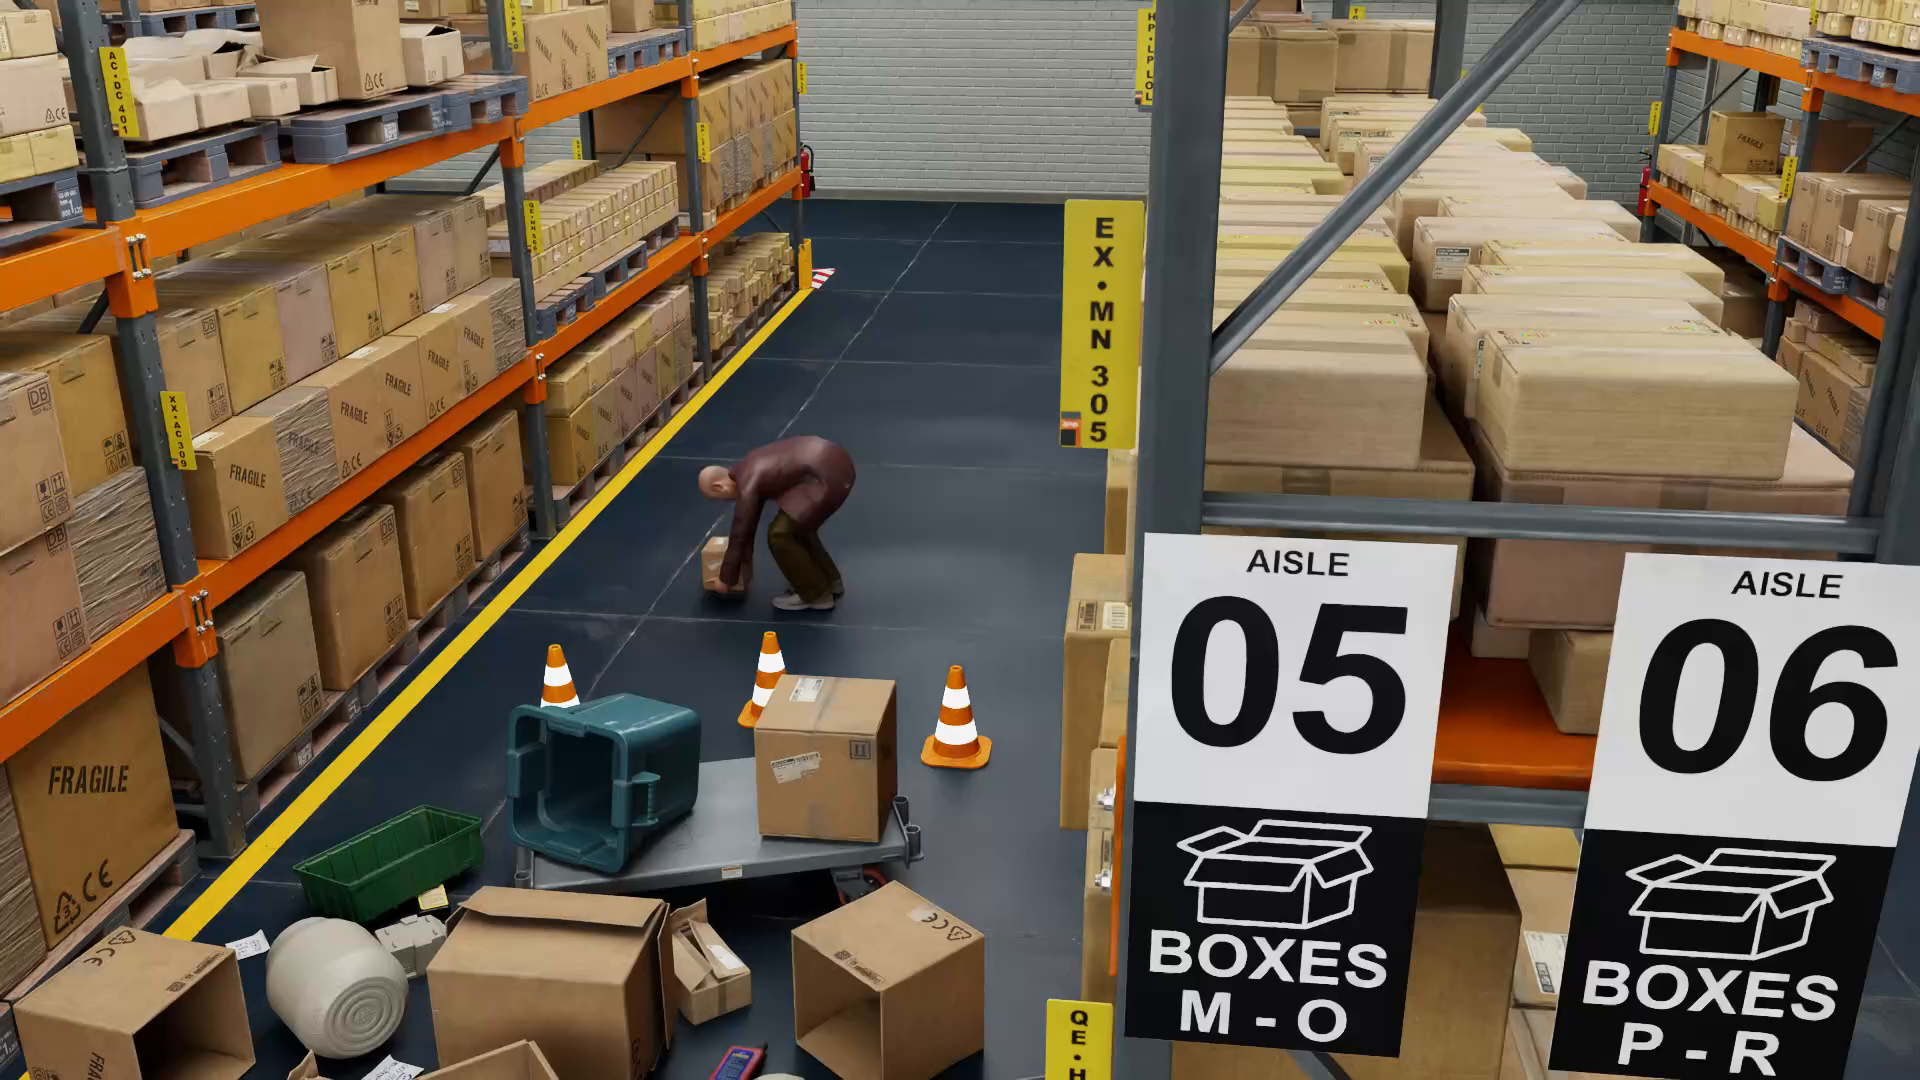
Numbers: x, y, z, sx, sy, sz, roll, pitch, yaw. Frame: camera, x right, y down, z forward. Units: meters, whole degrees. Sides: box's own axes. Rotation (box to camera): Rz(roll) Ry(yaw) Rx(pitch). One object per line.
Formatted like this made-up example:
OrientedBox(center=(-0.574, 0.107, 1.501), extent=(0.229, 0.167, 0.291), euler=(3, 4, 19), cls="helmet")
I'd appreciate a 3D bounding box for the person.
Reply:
OrientedBox(center=(-1.090, -0.122, 9.974), extent=(0.943, 1.024, 0.588), euler=(1, 21, 4), cls="person")
